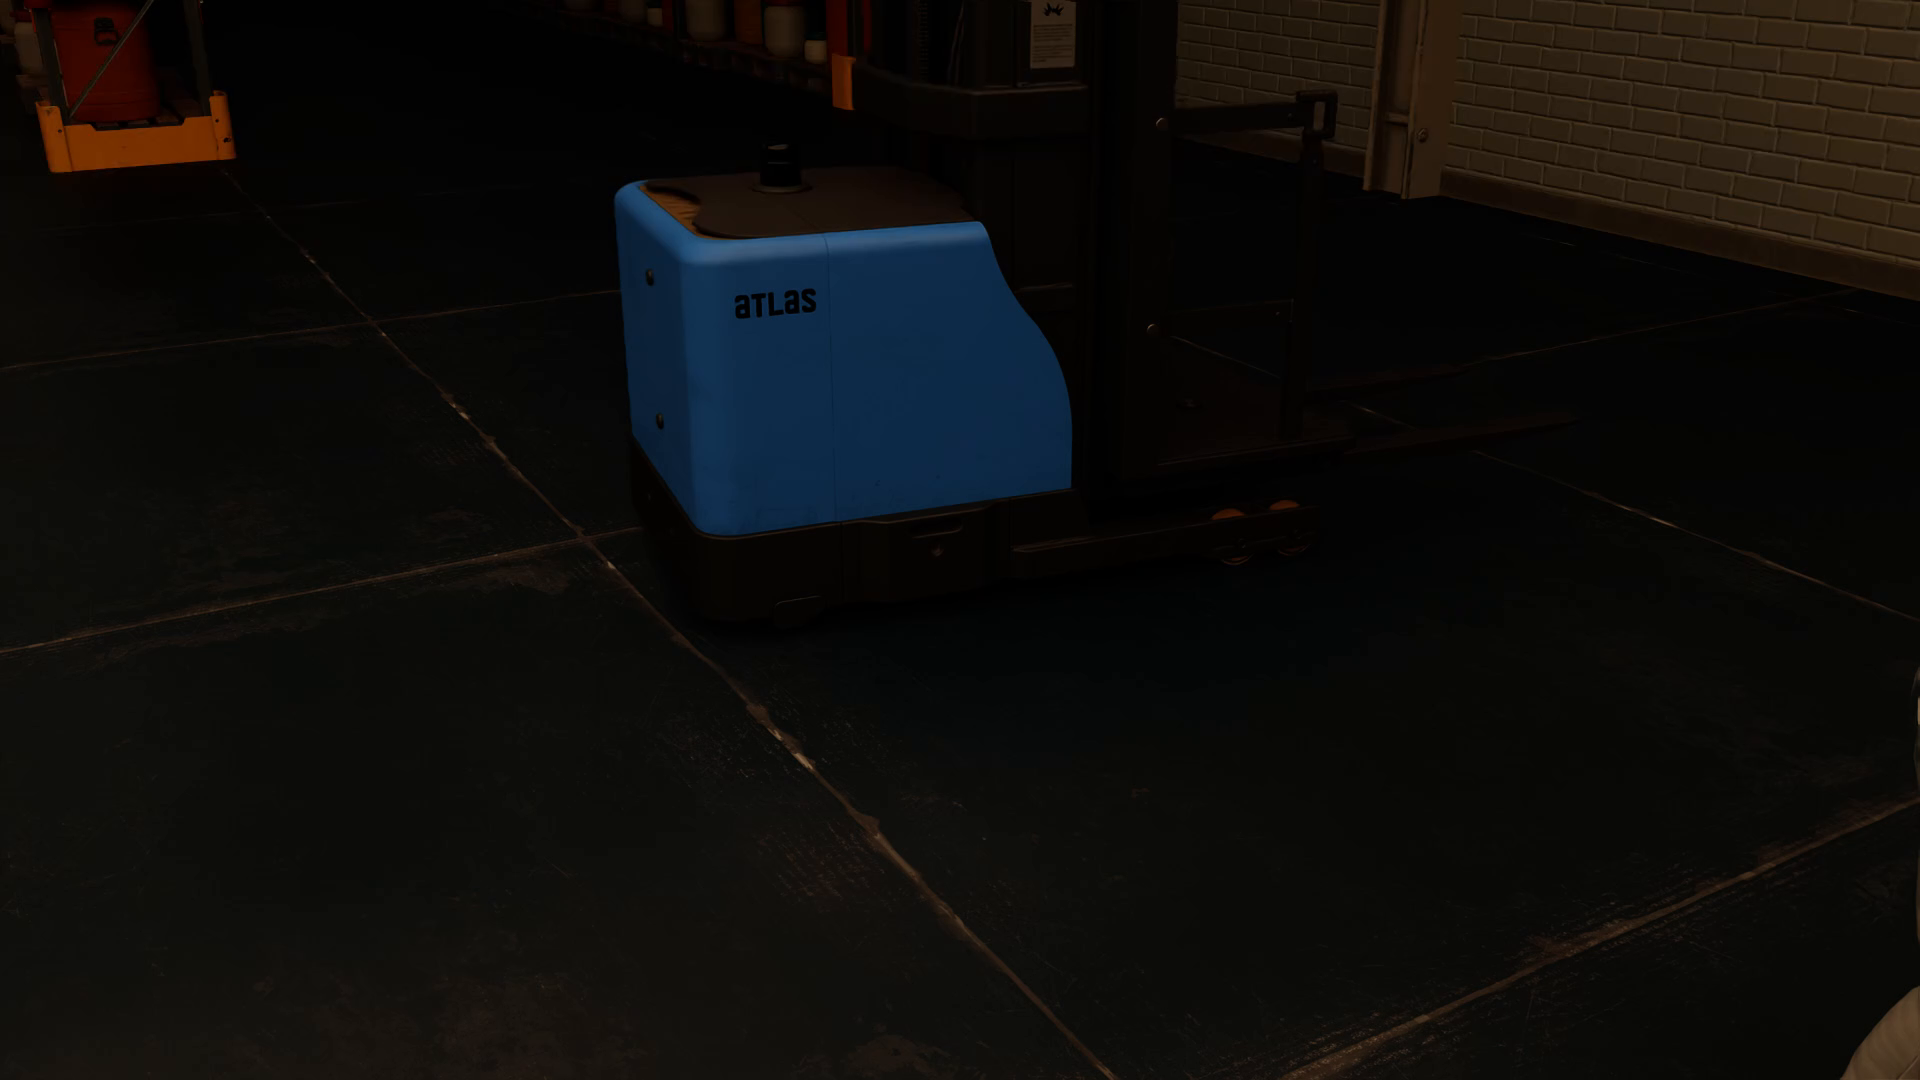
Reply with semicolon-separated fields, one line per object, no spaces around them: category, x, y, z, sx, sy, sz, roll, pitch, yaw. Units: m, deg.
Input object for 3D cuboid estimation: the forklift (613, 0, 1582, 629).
forklift;0.543;-1.457;4.825;3.031;2.935;1.130;-9;24;-20
